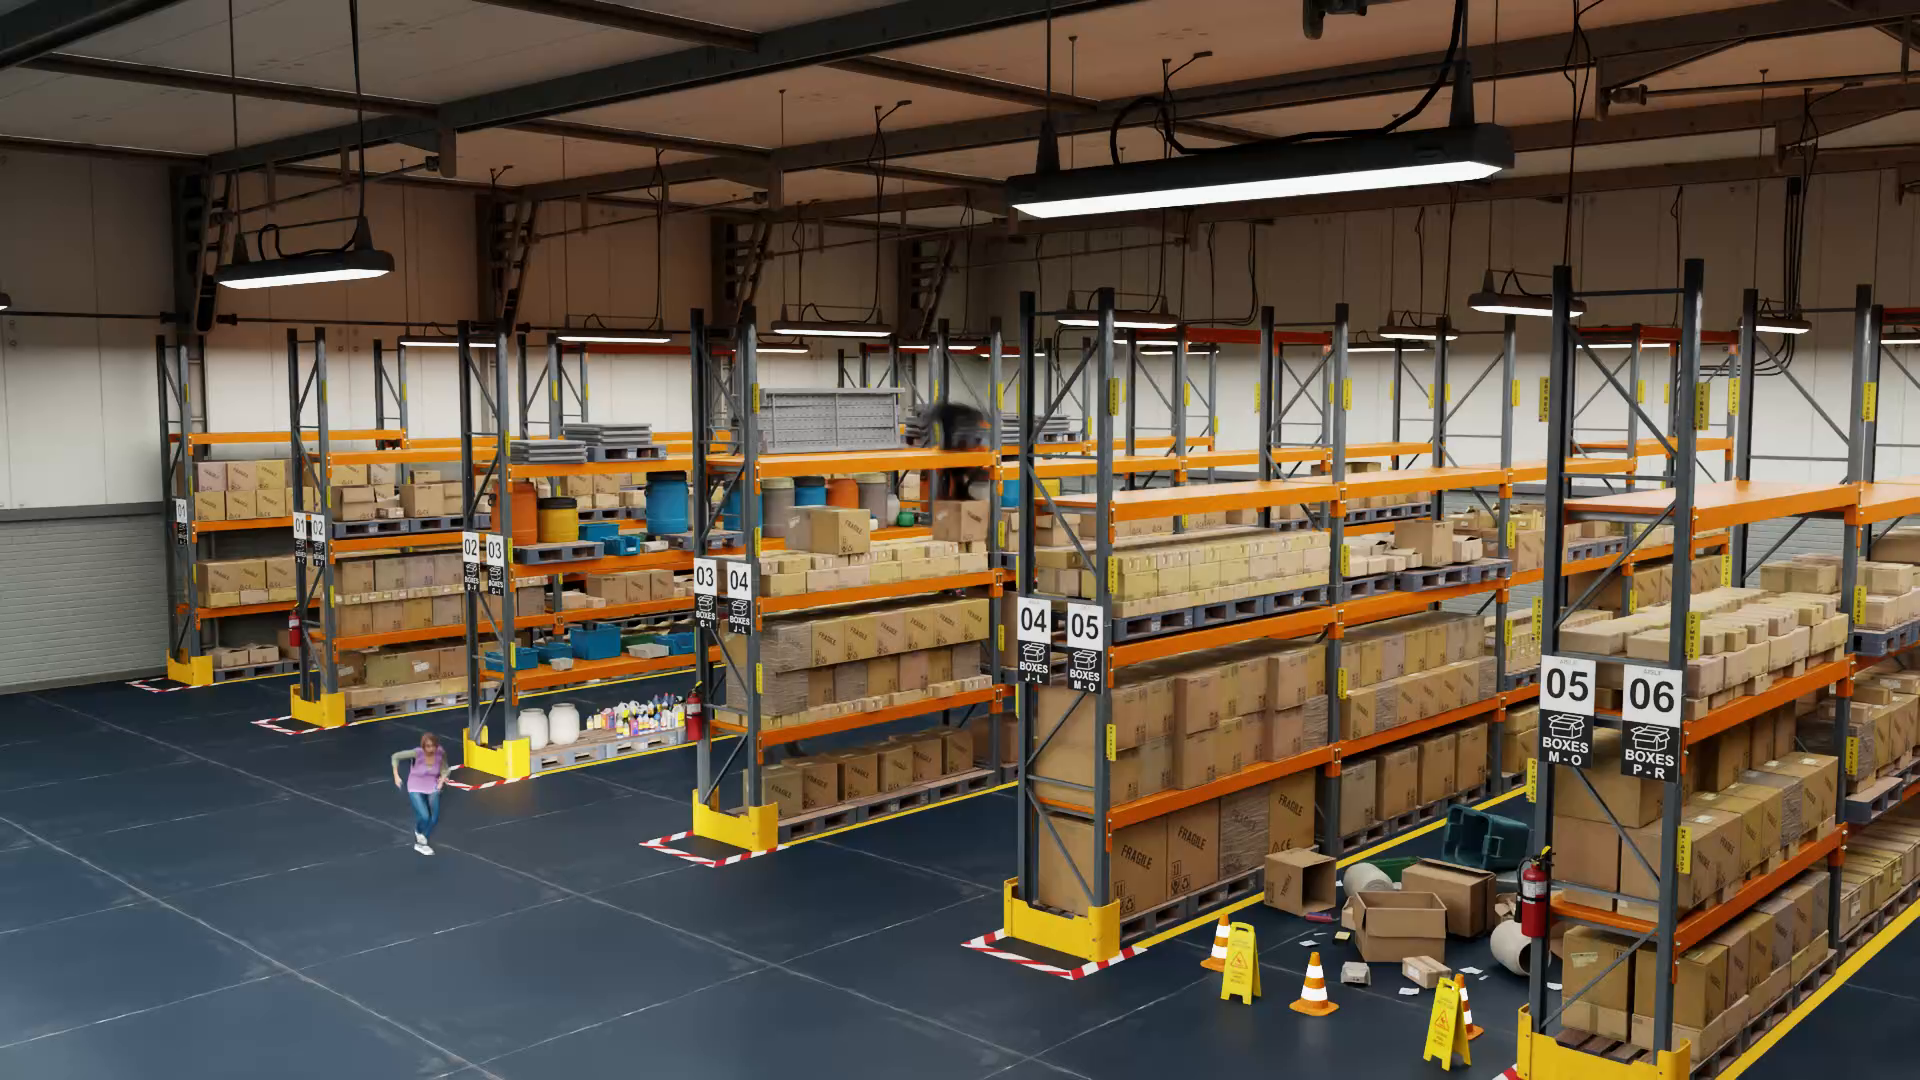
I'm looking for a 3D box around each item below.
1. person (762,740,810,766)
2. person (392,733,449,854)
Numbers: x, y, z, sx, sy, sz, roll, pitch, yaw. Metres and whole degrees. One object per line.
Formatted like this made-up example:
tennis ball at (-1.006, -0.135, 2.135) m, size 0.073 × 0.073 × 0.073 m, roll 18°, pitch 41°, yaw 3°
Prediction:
person at (-2.234, 2.409, 21.319) m, size 0.610 × 1.622 × 0.964 m, roll 5°, pitch 7°, yaw 44°
person at (-5.841, 2.764, 18.032) m, size 0.571 × 1.431 × 0.790 m, roll -3°, pitch 6°, yaw -30°
